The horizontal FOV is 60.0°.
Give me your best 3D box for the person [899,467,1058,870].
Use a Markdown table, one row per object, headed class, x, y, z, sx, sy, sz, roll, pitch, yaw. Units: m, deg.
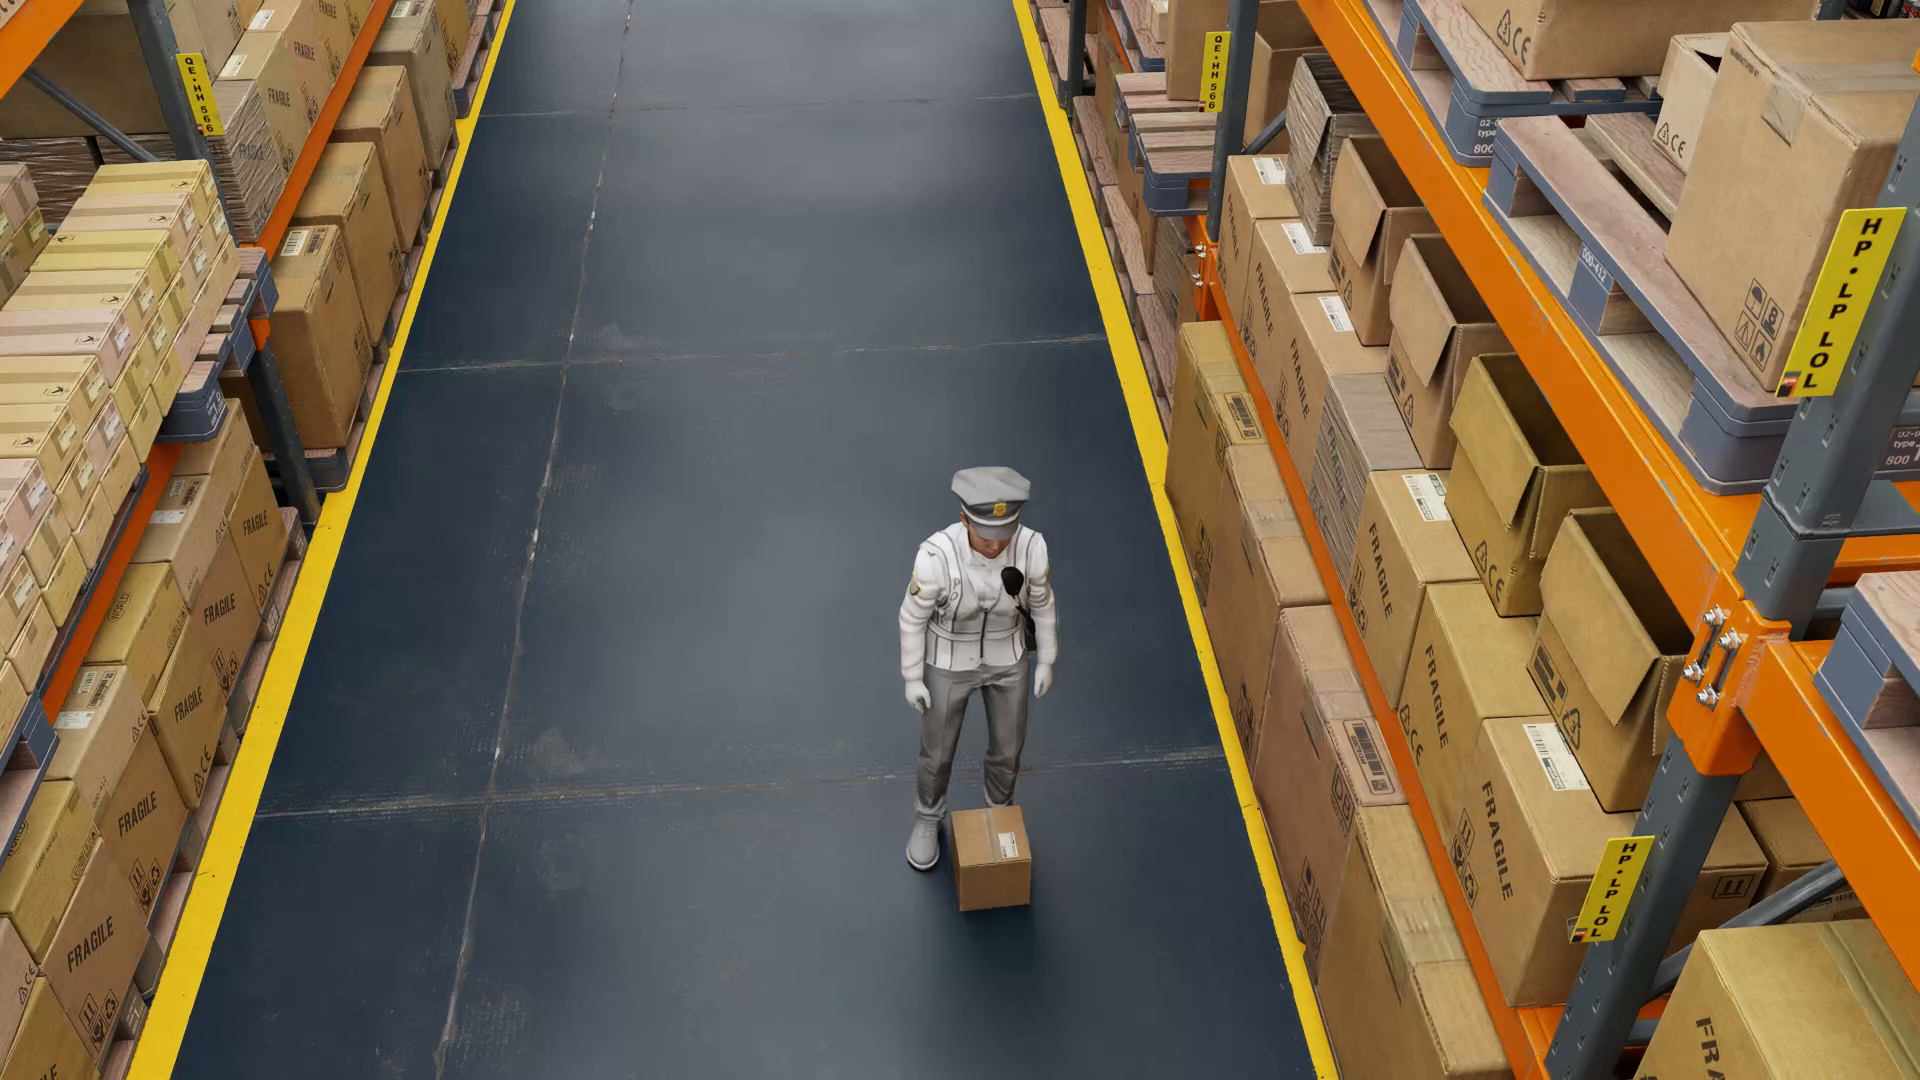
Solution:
| class | x | y | z | sx | sy | sz | roll | pitch | yaw |
| --- | --- | --- | --- | --- | --- | --- | --- | --- | --- |
| person | 0.062 | 0.429 | 5.627 | 0.547 | 1.666 | 0.371 | -6 | 40 | -7 |
